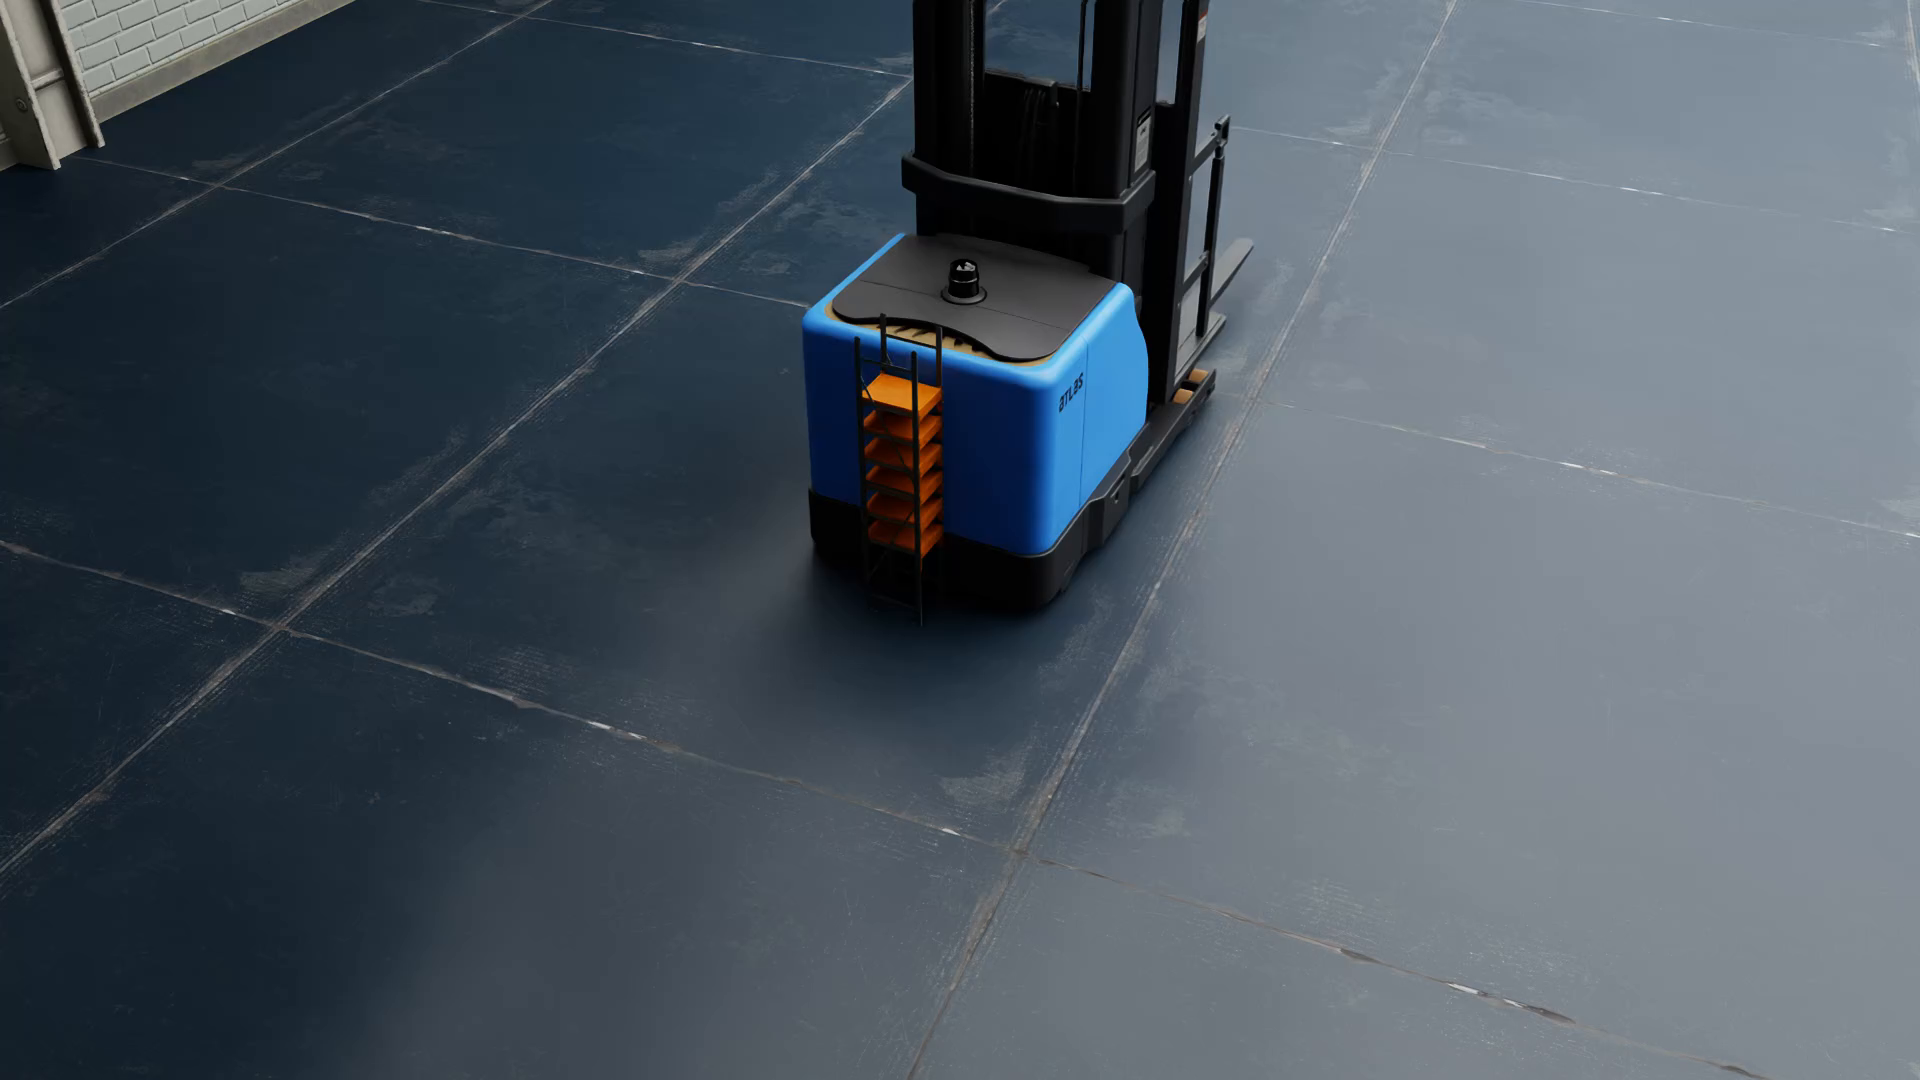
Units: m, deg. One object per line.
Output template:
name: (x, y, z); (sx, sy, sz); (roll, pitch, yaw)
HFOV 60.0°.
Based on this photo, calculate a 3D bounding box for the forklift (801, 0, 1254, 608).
forklift: (0.511, -1.789, 6.695); (1.130, 2.935, 3.031); (17, 40, 21)

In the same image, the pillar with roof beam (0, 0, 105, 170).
pillar with roof beam: (-1.322, -4.906, 5.798); (9.100, 9.000, 0.400); (14, 39, 18)

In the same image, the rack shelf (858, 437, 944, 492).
rack shelf: (-0.212, -0.292, 6.012); (0.258, 0.103, 0.180); (17, 40, 21)

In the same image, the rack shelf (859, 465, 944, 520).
rack shelf: (-0.212, -0.196, 6.084); (0.258, 0.103, 0.180); (17, 40, 21)

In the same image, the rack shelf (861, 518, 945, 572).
rack shelf: (-0.212, -0.003, 6.227); (0.258, 0.103, 0.180); (17, 40, 21)

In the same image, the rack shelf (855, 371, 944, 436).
rack shelf: (-0.212, -0.484, 5.868); (0.258, 0.103, 0.180); (17, 40, 21)

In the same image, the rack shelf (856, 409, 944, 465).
rack shelf: (-0.212, -0.388, 5.940); (0.258, 0.103, 0.180); (17, 40, 21)

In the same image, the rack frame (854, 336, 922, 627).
rack frame: (-0.253, -0.182, 5.991); (0.240, 1.200, 0.006); (17, 40, 21)

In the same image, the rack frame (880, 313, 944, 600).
rack frame: (-0.172, -0.280, 6.123); (0.240, 1.200, 0.006); (17, 40, 21)

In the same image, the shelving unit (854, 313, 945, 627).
shelving unit: (-0.212, -0.231, 6.057); (0.258, 1.200, 0.189); (17, 40, 21)

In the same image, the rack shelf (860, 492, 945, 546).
rack shelf: (-0.212, -0.099, 6.156); (0.258, 0.103, 0.180); (17, 40, 21)
